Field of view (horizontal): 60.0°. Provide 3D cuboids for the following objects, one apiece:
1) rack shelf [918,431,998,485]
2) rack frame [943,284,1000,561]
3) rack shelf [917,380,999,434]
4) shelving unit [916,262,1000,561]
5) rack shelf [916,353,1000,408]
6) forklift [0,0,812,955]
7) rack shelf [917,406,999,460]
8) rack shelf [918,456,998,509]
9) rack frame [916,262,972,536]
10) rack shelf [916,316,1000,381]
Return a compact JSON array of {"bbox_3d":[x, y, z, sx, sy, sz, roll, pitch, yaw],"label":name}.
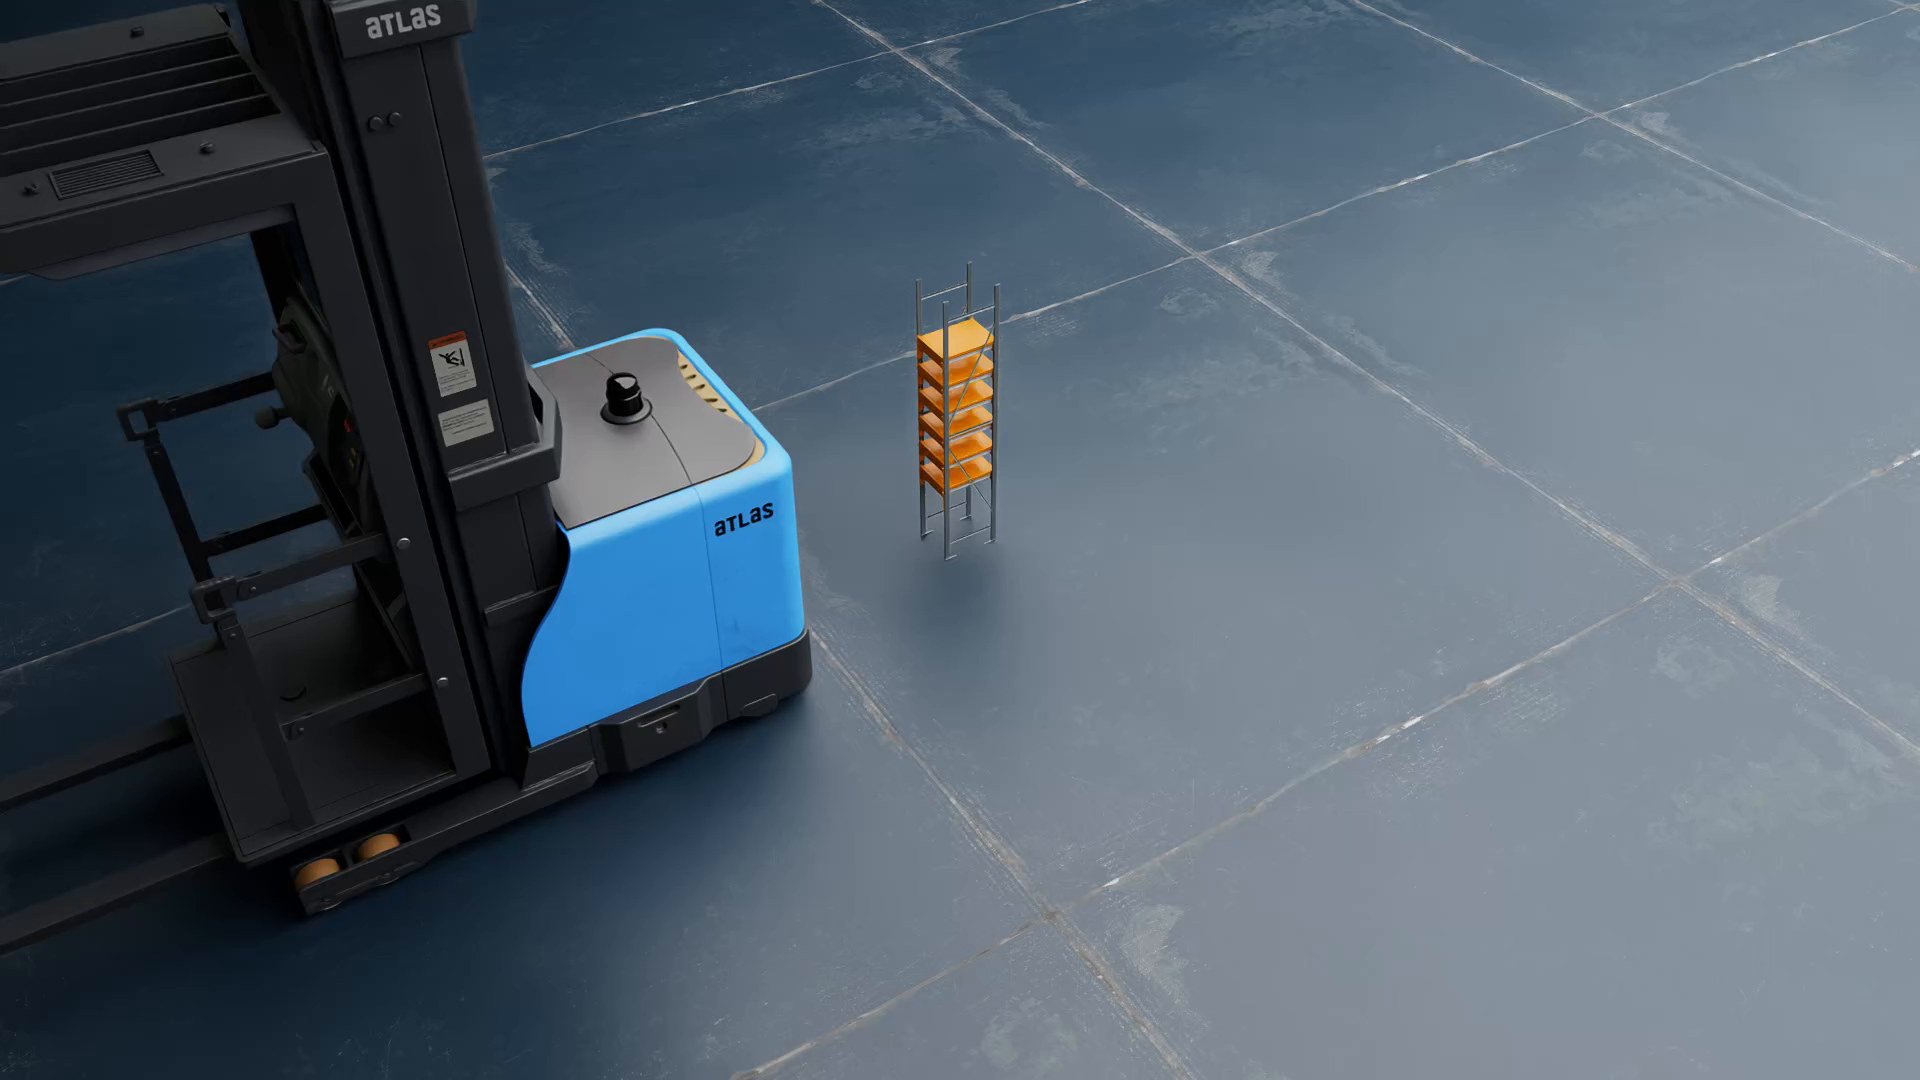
[{"bbox_3d":[-0.008,-0.342,6.481,0.258,0.103,0.180,-22,45,-24],"label":"rack shelf"},{"bbox_3d":[0.041,-0.419,6.316,0.240,1.200,0.006,-22,45,-24],"label":"rack frame"},{"bbox_3d":[-0.008,-0.527,6.327,0.258,0.103,0.180,-22,45,-24],"label":"rack shelf"},{"bbox_3d":[-0.008,-0.469,6.375,0.258,1.200,0.189,-22,45,-24],"label":"shelving unit"},{"bbox_3d":[-0.008,-0.619,6.250,0.258,0.103,0.180,-22,45,-24],"label":"rack shelf"},{"bbox_3d":[-2.059,-0.330,4.856,3.031,2.935,1.130,-22,44,-24],"label":"forklift"},{"bbox_3d":[-0.008,-0.435,6.404,0.258,0.103,0.180,-22,45,-24],"label":"rack shelf"},{"bbox_3d":[-0.008,-0.250,6.557,0.258,0.103,0.180,-22,45,-24],"label":"rack shelf"},{"bbox_3d":[-0.057,-0.518,6.435,0.240,1.200,0.006,-22,45,-24],"label":"rack frame"},{"bbox_3d":[-0.008,-0.711,6.173,0.258,0.103,0.180,-22,45,-24],"label":"rack shelf"}]
